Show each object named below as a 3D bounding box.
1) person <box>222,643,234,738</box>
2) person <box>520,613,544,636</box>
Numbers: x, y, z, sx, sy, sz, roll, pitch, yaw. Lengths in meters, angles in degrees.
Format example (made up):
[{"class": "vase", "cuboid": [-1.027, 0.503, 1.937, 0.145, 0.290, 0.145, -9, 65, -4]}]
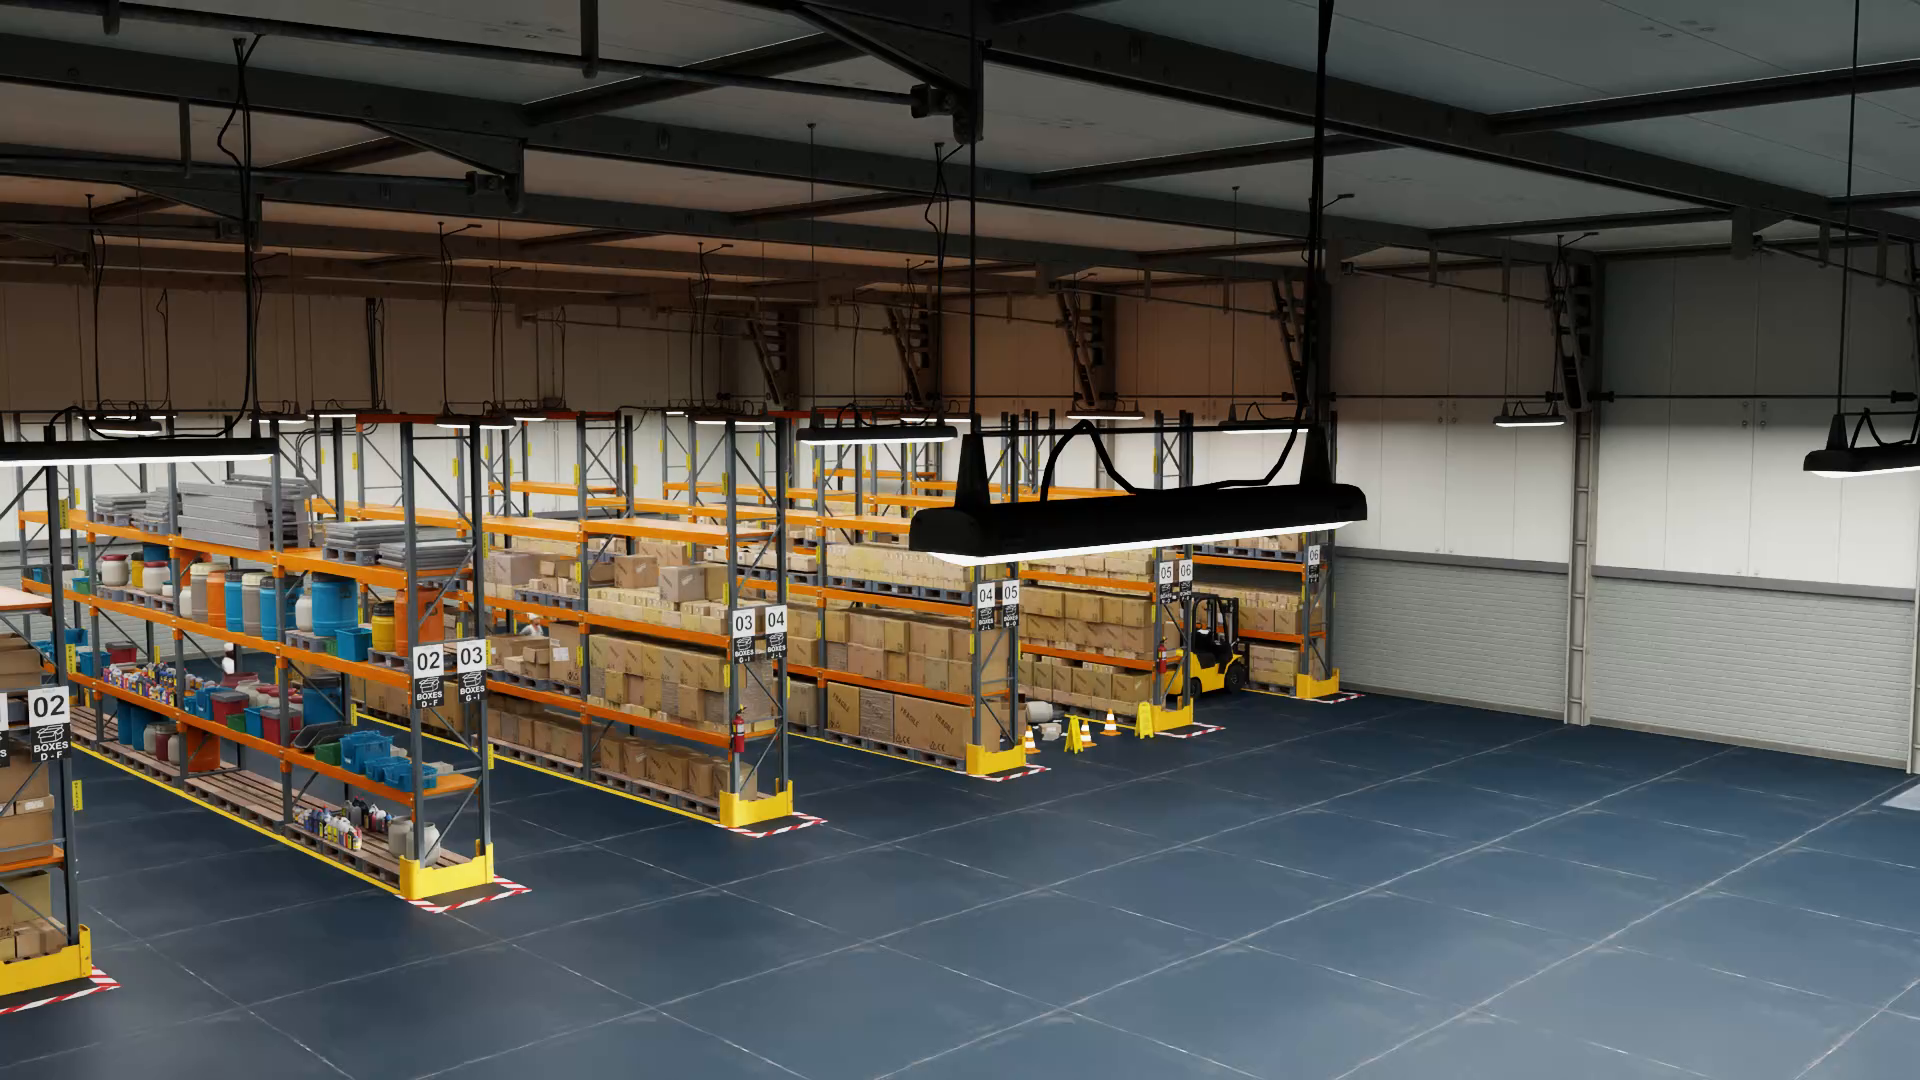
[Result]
[{"class": "person", "cuboid": [-13.418, 2.774, 30.817, 0.535, 1.765, 0.586, -4, 7, -41]}, {"class": "person", "cuboid": [-9.038, 2.434, 35.277, 0.730, 1.813, 0.877, -5, 7, -44]}]
